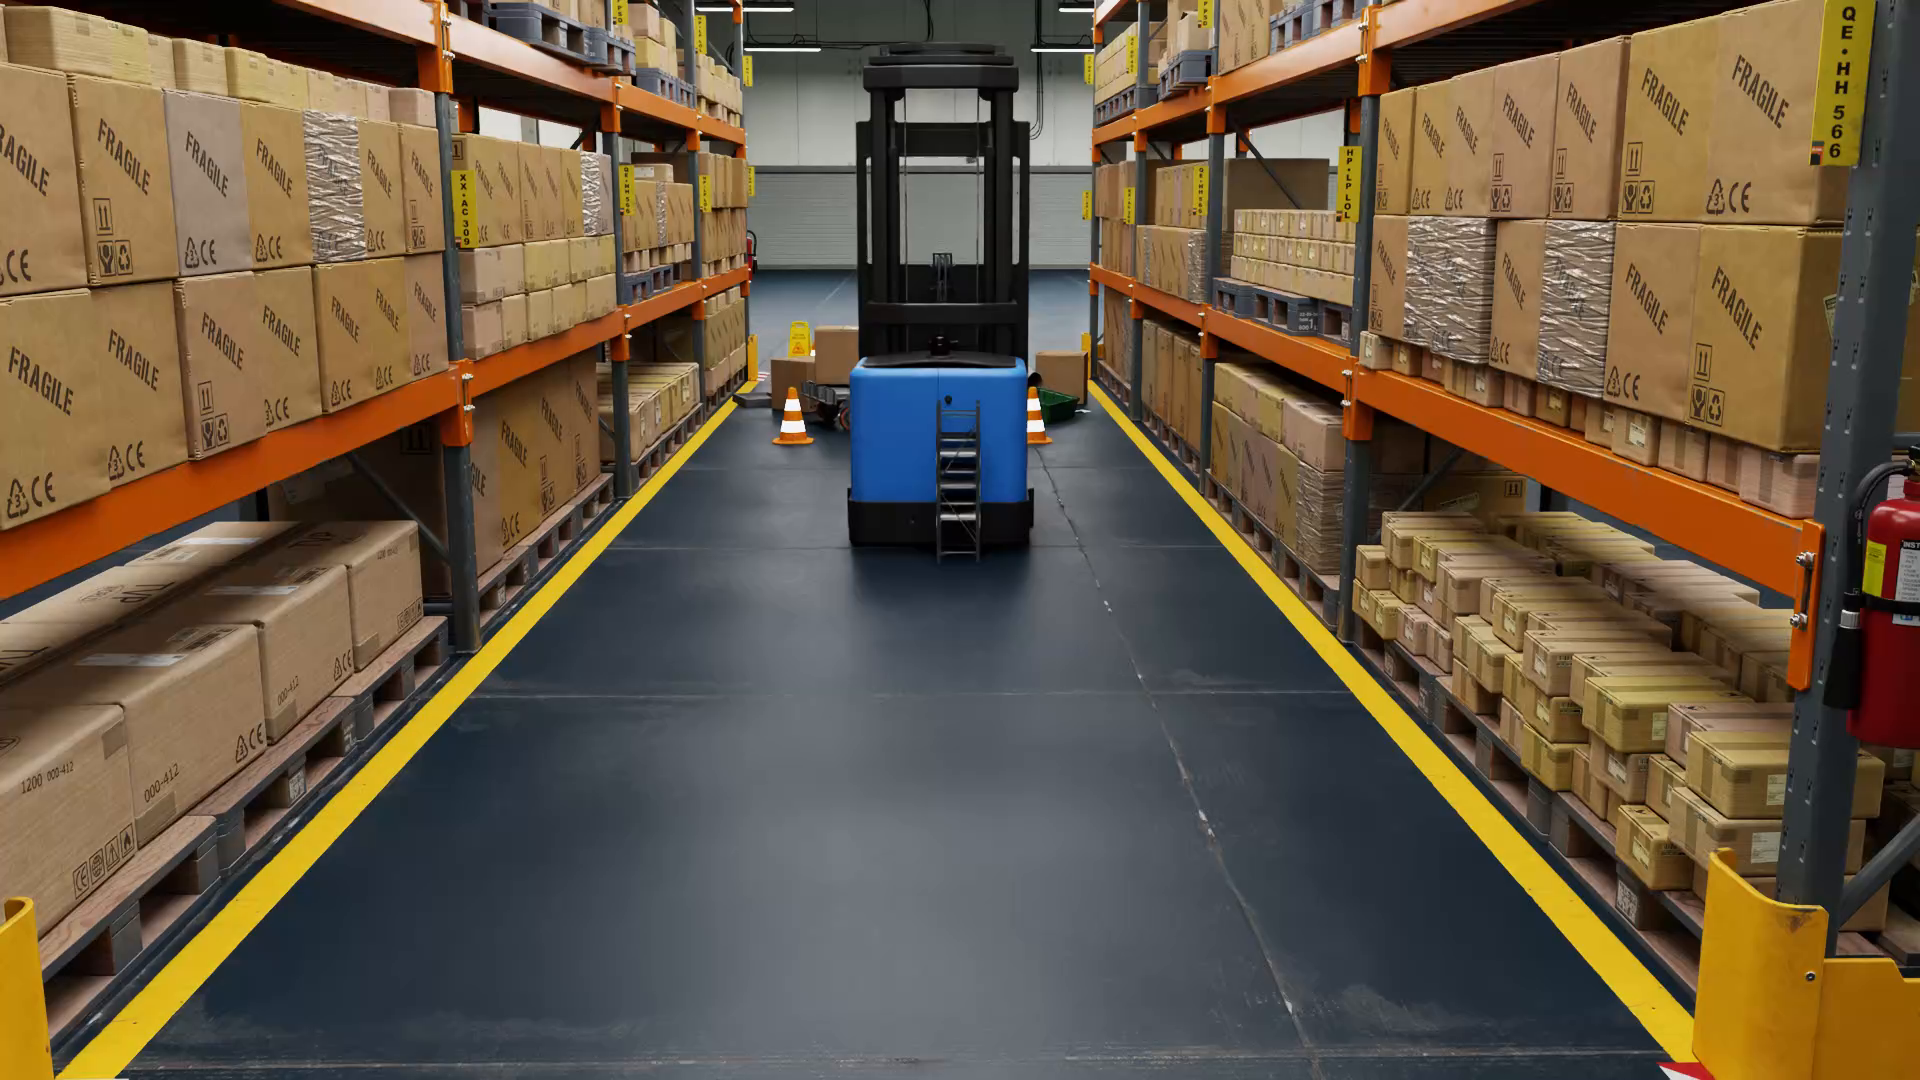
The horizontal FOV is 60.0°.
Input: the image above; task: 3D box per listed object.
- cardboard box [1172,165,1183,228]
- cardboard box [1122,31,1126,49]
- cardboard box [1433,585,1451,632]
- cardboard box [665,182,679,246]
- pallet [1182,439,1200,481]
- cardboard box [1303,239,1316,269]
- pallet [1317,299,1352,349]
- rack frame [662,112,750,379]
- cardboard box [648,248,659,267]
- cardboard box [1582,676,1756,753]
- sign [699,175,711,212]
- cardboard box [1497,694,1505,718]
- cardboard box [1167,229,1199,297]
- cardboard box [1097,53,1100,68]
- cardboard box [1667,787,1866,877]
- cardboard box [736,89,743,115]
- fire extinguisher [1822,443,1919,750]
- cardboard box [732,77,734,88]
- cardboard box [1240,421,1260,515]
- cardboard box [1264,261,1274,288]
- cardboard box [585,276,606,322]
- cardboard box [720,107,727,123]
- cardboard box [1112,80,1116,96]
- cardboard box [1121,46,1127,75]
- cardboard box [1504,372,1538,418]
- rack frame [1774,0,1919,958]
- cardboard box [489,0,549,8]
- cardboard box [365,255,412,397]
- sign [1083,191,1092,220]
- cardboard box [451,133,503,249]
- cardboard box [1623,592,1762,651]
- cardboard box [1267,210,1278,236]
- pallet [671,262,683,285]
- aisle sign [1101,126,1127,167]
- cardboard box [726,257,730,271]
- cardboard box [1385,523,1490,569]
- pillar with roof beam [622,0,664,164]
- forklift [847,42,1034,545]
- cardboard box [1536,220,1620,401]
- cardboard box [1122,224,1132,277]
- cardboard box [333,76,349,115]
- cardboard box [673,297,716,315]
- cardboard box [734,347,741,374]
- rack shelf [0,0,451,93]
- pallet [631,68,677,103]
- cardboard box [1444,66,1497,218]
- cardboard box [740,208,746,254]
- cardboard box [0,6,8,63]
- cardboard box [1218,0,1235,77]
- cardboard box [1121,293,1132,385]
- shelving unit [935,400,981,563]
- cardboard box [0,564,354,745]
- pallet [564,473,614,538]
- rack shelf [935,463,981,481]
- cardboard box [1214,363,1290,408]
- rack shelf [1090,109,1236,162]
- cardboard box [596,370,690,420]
[{"bbox_3d":[2.136,-2.826,13.678,0.700,0.500,0.500,0,11,-1],"label":"cardboard box"},{"bbox_3d":[1.757,-4.802,15.959,0.380,0.149,0.250,0,11,0],"label":"cardboard box"},{"bbox_3d":[2.089,0.273,6.536,0.380,0.149,0.250,-1,11,-4],"label":"cardboard box"},{"bbox_3d":[-2.594,-2.656,13.552,0.500,0.500,0.500,0,11,1],"label":"cardboard box"},{"bbox_3d":[2.239,-0.584,12.405,1.003,0.211,1.213,0,11,-1],"label":"pallet"},{"bbox_3d":[2.034,-1.513,8.798,0.380,0.149,0.250,-1,11,-4],"label":"cardboard box"},{"bbox_3d":[2.392,-1.056,8.205,1.003,0.211,1.213,0,11,-1],"label":"pallet"},{"bbox_3d":[-2.932,-3.343,18.993,1.000,3.000,0.127,0,11,-1],"label":"rack frame"},{"bbox_3d":[-2.572,-2.222,13.044,0.380,0.149,0.250,0,11,1],"label":"cardboard box"},{"bbox_3d":[2.001,0.492,4.709,0.380,0.149,0.250,0,11,-2],"label":"cardboard box"},{"bbox_3d":[-2.295,-3.118,14.973,0.100,0.325,0.005,0,11,-1],"label":"sign"},{"bbox_3d":[2.098,0.577,5.786,0.380,0.149,0.250,0,11,0],"label":"cardboard box"},{"bbox_3d":[1.883,-2.129,12.758,0.500,0.500,0.500,0,11,-2],"label":"cardboard box"},{"bbox_3d":[1.708,-5.258,18.209,0.380,0.149,0.250,0,11,-1],"label":"cardboard box"},{"bbox_3d":[2.049,0.739,4.238,0.380,0.149,0.250,-1,11,-3],"label":"cardboard box"},{"bbox_3d":[-2.652,-4.785,18.184,0.500,0.250,0.500,0,11,-2],"label":"cardboard box"},{"bbox_3d":[1.889,0.070,3.303,0.296,0.674,0.183,0,11,-1],"label":"fire extinguisher"},{"bbox_3d":[-2.663,-4.963,18.061,0.380,0.149,0.250,0,11,0],"label":"cardboard box"},{"bbox_3d":[1.969,-0.430,9.866,0.500,0.500,0.500,-1,11,-3],"label":"cardboard box"},{"bbox_3d":[2.014,-1.573,9.842,0.380,0.149,0.250,0,11,1],"label":"cardboard box"},{"bbox_3d":[-2.470,-1.478,10.178,0.500,0.250,0.500,0,11,0],"label":"cardboard box"},{"bbox_3d":[-2.569,-4.315,16.871,0.380,0.149,0.250,0,11,-2],"label":"cardboard box"},{"bbox_3d":[1.738,-4.564,16.793,0.380,0.149,0.250,0,11,-1],"label":"cardboard box"},{"bbox_3d":[1.820,-4.583,15.881,0.500,0.250,0.500,0,11,-1],"label":"cardboard box"},{"bbox_3d":[2.069,-0.503,5.624,0.380,0.149,0.250,0,11,1],"label":"cardboard box"},{"bbox_3d":[2.349,-0.203,3.515,0.949,2.616,0.053,0,11,-1],"label":"rack frame"},{"bbox_3d":[-2.372,-2.932,8.705,0.396,0.266,0.258,1,11,4],"label":"cardboard box"},{"bbox_3d":[-2.403,-0.813,6.271,0.500,0.500,0.500,-1,11,-3],"label":"cardboard box"},{"bbox_3d":[1.460,-3.845,19.093,0.100,0.325,0.005,0,11,-1],"label":"sign"},{"bbox_3d":[-2.406,-1.585,7.562,0.500,0.500,0.500,0,11,0],"label":"cardboard box"},{"bbox_3d":[2.527,0.280,5.751,0.380,0.149,0.250,0,11,-1],"label":"cardboard box"},{"bbox_3d":[2.017,-1.866,9.792,0.380,0.149,0.250,0,11,1],"label":"cardboard box"},{"bbox_3d":[-2.979,-2.301,14.341,1.003,0.211,1.213,0,11,-1],"label":"pallet"},{"bbox_3d":[1.713,-4.670,18.997,0.394,0.787,0.004,0,11,-1],"label":"aisle sign"},{"bbox_3d":[-2.614,-2.892,17.404,0.380,0.149,0.250,0,11,-2],"label":"cardboard box"},{"bbox_3d":[2.009,0.026,7.004,0.380,0.149,0.250,0,11,2],"label":"cardboard box"},{"bbox_3d":[-5.097,-12.101,47.073,9.100,9.000,0.548,0,11,-1],"label":"pillar with roof beam"},{"bbox_3d":[-0.102,-1.648,10.813,1.130,2.935,3.031,0,11,1],"label":"forklift"},{"bbox_3d":[2.053,-0.689,4.912,0.500,0.500,0.500,0,11,-1],"label":"cardboard box"},{"bbox_3d":[2.044,-2.844,16.157,0.875,0.550,0.550,0,11,-1],"label":"cardboard box"},{"bbox_3d":[-2.444,-1.602,6.013,0.380,0.149,0.250,0,11,-2],"label":"cardboard box"},{"bbox_3d":[-2.534,-2.235,15.873,0.380,0.149,0.250,0,11,0],"label":"cardboard box"},{"bbox_3d":[-2.644,-1.939,17.930,0.500,0.250,0.500,0,11,-1],"label":"cardboard box"},{"bbox_3d":[-2.643,-1.677,5.048,1.077,0.370,4.000,0,11,-1],"label":"rack shelf"},{"bbox_3d":[-2.919,-3.597,13.171,1.213,0.211,1.003,0,11,-1],"label":"pallet"},{"bbox_3d":[2.034,-1.389,5.846,0.500,0.500,0.500,0,11,0],"label":"cardboard box"},{"bbox_3d":[-2.645,-3.431,18.427,0.500,0.500,0.500,0,11,-2],"label":"cardboard box"},{"bbox_3d":[-2.409,-1.143,3.750,0.380,0.149,0.250,0,11,0],"label":"cardboard box"},{"bbox_3d":[1.926,-3.198,10.480,0.500,0.500,0.500,0,11,-1],"label":"cardboard box"},{"bbox_3d":[2.132,-2.057,16.943,0.875,0.875,0.875,0,11,-1],"label":"cardboard box"},{"bbox_3d":[-0.009,-0.330,9.423,0.258,0.900,0.210,0,11,1],"label":"shelving unit"},{"bbox_3d":[-2.759,0.396,5.953,0.875,0.438,0.875,-1,11,-3],"label":"cardboard box"},{"bbox_3d":[-2.826,-0.229,10.657,1.003,0.211,1.213,0,11,-1],"label":"pallet"},{"bbox_3d":[-0.009,-0.386,9.411,0.258,0.077,0.200,0,11,1],"label":"rack shelf"},{"bbox_3d":[1.952,-1.003,10.805,0.500,0.250,0.500,-1,11,-4],"label":"cardboard box"},{"bbox_3d":[2.056,-4.103,17.006,1.077,0.370,4.000,0,11,-1],"label":"rack shelf"},{"bbox_3d":[-2.818,-1.219,14.075,0.950,0.372,0.625,0,11,2],"label":"cardboard box"}]
